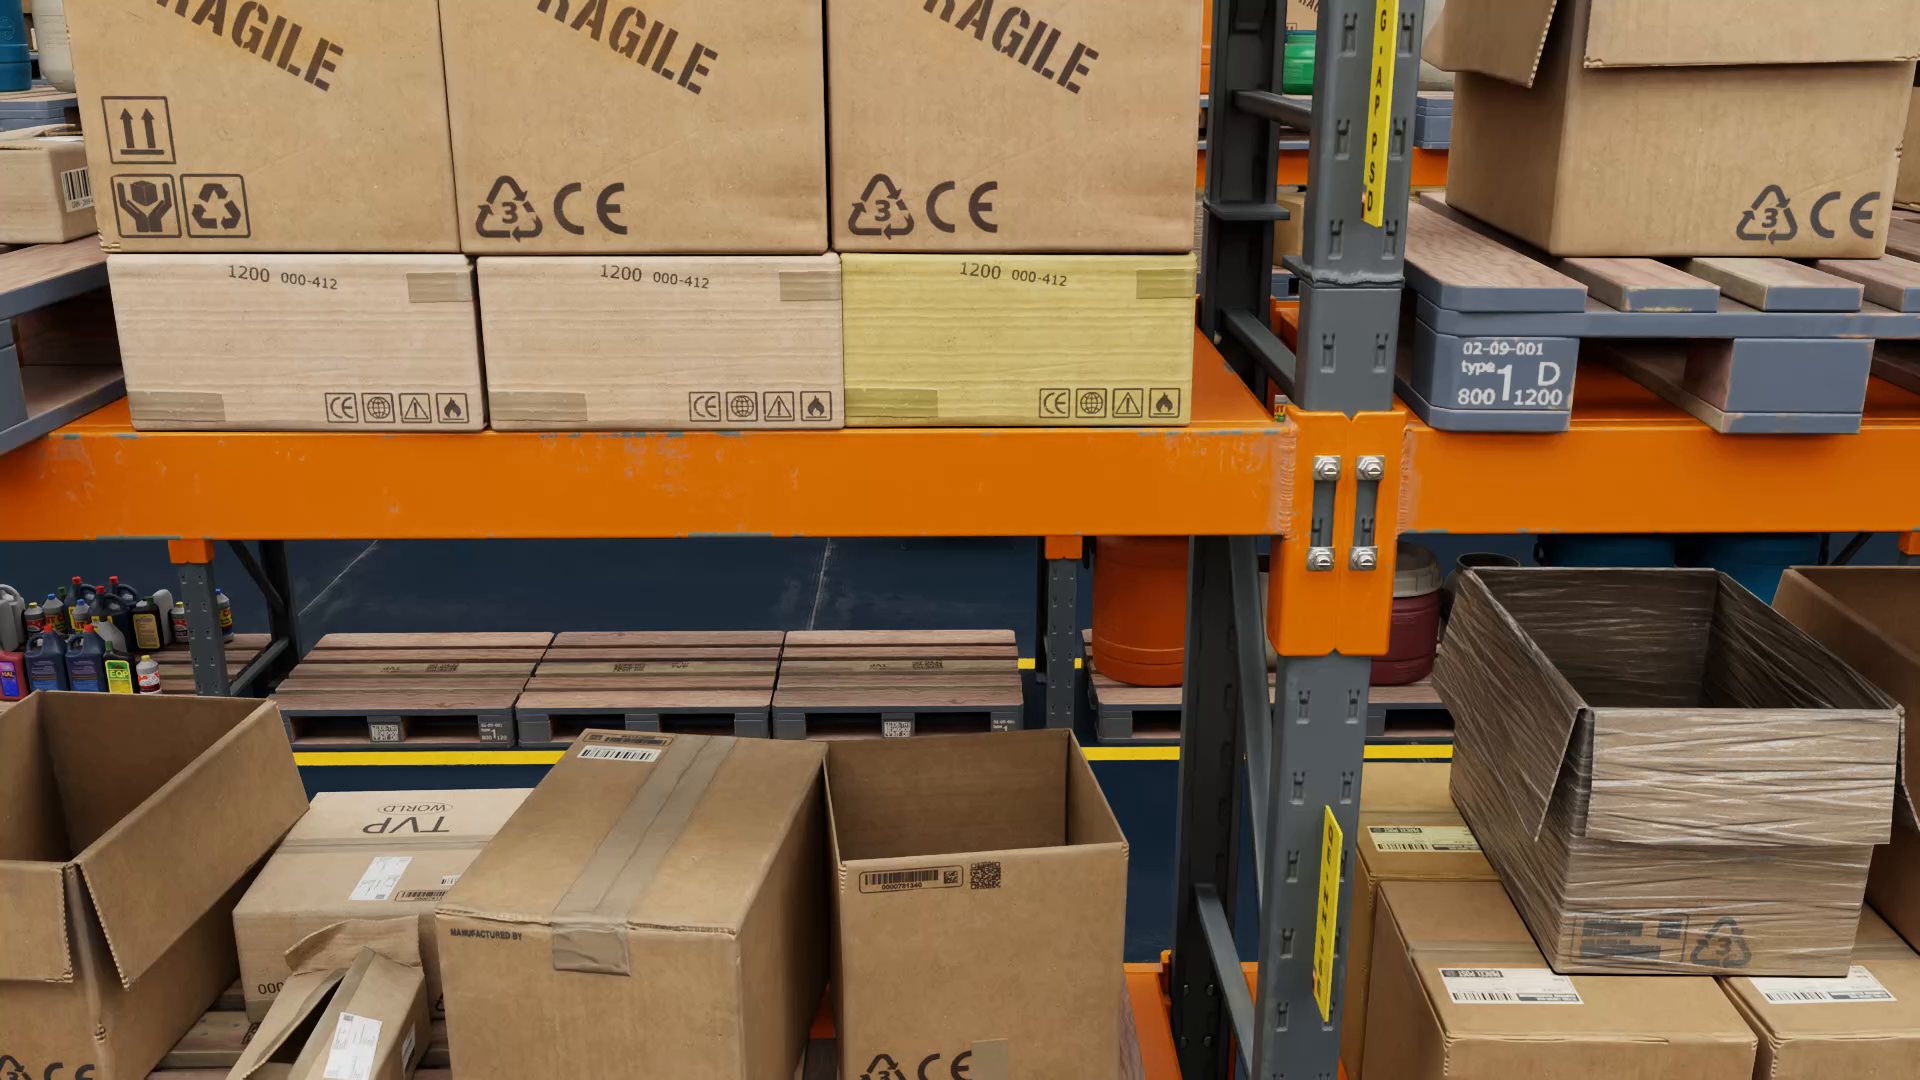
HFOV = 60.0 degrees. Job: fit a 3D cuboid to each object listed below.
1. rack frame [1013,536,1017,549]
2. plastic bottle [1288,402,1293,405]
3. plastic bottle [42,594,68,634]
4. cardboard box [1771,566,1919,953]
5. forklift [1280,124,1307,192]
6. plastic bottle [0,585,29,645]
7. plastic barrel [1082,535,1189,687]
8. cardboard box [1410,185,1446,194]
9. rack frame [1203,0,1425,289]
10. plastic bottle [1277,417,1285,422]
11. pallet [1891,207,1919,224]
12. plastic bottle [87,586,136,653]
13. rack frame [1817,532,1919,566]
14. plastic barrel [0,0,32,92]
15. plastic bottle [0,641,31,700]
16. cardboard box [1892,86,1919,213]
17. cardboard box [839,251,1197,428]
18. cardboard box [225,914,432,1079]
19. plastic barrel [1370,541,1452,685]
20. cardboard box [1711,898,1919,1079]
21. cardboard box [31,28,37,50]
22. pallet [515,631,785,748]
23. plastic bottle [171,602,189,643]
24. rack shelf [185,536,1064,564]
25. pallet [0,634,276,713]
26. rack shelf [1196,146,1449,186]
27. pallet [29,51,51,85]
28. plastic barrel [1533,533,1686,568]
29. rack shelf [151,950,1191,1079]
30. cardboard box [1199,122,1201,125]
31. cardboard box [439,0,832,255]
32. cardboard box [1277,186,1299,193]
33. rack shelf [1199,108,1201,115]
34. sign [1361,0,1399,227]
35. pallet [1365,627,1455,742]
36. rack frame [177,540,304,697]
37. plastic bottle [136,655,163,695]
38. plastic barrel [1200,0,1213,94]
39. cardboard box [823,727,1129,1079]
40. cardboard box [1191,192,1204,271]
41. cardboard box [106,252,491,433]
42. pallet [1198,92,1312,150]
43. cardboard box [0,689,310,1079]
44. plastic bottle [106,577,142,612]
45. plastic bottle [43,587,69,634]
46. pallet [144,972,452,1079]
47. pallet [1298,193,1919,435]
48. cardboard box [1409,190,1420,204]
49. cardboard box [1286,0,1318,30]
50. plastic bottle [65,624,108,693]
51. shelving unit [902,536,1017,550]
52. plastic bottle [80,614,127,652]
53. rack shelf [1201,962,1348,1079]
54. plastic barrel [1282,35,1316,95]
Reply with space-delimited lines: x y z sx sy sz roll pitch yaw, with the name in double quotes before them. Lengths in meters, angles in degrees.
"rack frame" 0.359 -0.716 10.824 0.023 1.500 0.400 0 18 -1
"plastic bottle" 1.701 -0.623 8.406 0.097 0.201 0.097 0 18 0
"plastic bottle" -4.678 0.412 8.600 0.097 0.271 0.097 0 18 0
"cardboard box" 1.931 0.399 3.087 0.637 0.503 0.797 0 18 0
"forklift" 2.946 -2.788 14.940 3.031 2.935 1.130 -1 18 -2
"plastic bottle" -4.957 0.364 8.619 0.185 0.351 0.144 0 18 -1
"plastic barrel" 0.959 0.238 8.259 0.708 0.830 0.600 0 18 -1
"cardboard box" 4.856 -3.773 17.407 0.700 0.700 0.980 0 18 0
"rack frame" 0.548 -1.931 2.336 0.127 3.000 1.000 0 18 -1
"plastic bottle" 1.505 -0.424 7.650 0.133 0.283 0.061 0 18 -1
"pallet" 2.309 -0.439 2.903 1.213 0.211 1.003 1 18 2
"plastic bottle" -4.341 0.405 8.491 0.185 0.351 0.144 0 18 -1
"rack frame" 4.470 -0.607 8.028 0.127 3.000 1.000 0 18 -1
"plastic barrel" -4.526 -2.463 7.396 0.708 0.901 0.600 0 18 -1
"plastic bottle" -4.523 0.621 7.926 0.133 0.283 0.061 1 18 3
"cardboard box" 2.019 -0.807 2.889 0.500 0.500 0.500 1 18 2
"cardboard box" 0.077 -0.354 2.576 0.500 0.250 0.500 0 18 -1
"cardboard box" -1.115 0.880 2.927 0.258 0.266 0.396 -1 18 -2
"plastic barrel" 2.088 0.348 8.313 0.708 0.588 0.600 0 18 -1
"cardboard box" 1.554 0.955 2.995 0.500 0.500 0.500 -1 18 -2
"cardboard box" -6.424 -3.589 11.908 0.250 0.149 0.380 0 18 -1
"pallet" -1.522 0.737 8.404 1.213 0.211 1.003 0 18 -1
"plastic bottle" -4.058 0.424 8.678 0.097 0.201 0.097 0 18 0
"rack shelf" -1.530 -0.235 8.048 4.000 0.370 1.077 0 18 -1
"pallet" -4.202 0.750 8.363 1.213 0.211 1.003 0 18 -1
"rack shelf" 2.470 -1.683 7.650 4.000 0.370 1.077 0 18 -1
"pallet" -6.896 -3.443 12.105 1.213 0.211 1.003 0 18 -1
"plastic barrel" 3.217 0.193 8.282 0.708 0.901 0.600 0 18 -1
"rack shelf" -1.451 1.278 3.332 4.000 0.370 1.077 0 18 -1
"cardboard box" 2.303 -4.256 17.493 0.500 0.250 0.500 -1 18 -2
"cardboard box" -0.437 -0.704 2.439 0.500 0.500 0.500 0 18 -1
"cardboard box" 3.346 -3.747 17.133 0.500 0.500 0.500 0 18 0
"rack shelf" 2.395 -3.196 12.366 4.000 0.370 1.077 0 18 -1
"sign" 0.555 -0.583 2.198 0.005 0.325 0.100 0 18 -1
"pallet" 2.475 0.719 8.461 1.213 0.211 1.003 0 18 -1
"rack frame" -3.529 -0.568 7.908 0.127 3.000 1.000 0 18 -1
"plastic bottle" -3.887 0.652 7.966 0.097 0.201 0.097 0 18 0
"plastic barrel" 1.038 -2.422 7.386 0.708 0.830 0.600 0 18 -1
"cardboard box" 0.009 0.693 3.127 0.500 0.500 0.500 -2 18 -8
"cardboard box" 1.941 -2.331 12.553 0.500 0.500 0.700 3 18 10
"cardboard box" -0.921 -0.346 2.551 0.500 0.250 0.500 0 18 1
"pallet" 1.236 -1.900 7.457 1.213 0.211 1.003 0 18 -1
"cardboard box" -1.719 0.659 3.226 0.637 0.503 0.797 2 18 5
"plastic bottle" -4.343 0.361 8.628 0.185 0.351 0.144 0 18 1
"plastic bottle" -4.698 0.382 8.673 0.133 0.283 0.061 1 18 2
"pallet" -1.430 1.039 3.213 1.213 0.211 1.003 0 18 -1
"pallet" 1.191 -0.432 2.883 1.003 0.211 1.213 1 18 2
"cardboard box" 3.231 -2.410 12.800 0.500 0.500 0.700 3 18 8
"cardboard box" 2.557 -3.856 12.231 0.600 0.600 0.600 -1 18 -3
"plastic bottle" -4.169 0.575 7.961 0.185 0.351 0.144 -1 18 -2
"shelving unit" -0.007 -0.714 10.818 0.755 1.500 0.431 0 18 -1
"plastic bottle" -4.171 0.531 8.098 0.185 0.351 0.144 0 18 -1
"rack shelf" 2.548 1.258 3.392 4.000 0.370 1.077 0 18 -1
"plastic barrel" 1.533 -2.077 7.266 0.294 0.245 0.294 0 18 0
